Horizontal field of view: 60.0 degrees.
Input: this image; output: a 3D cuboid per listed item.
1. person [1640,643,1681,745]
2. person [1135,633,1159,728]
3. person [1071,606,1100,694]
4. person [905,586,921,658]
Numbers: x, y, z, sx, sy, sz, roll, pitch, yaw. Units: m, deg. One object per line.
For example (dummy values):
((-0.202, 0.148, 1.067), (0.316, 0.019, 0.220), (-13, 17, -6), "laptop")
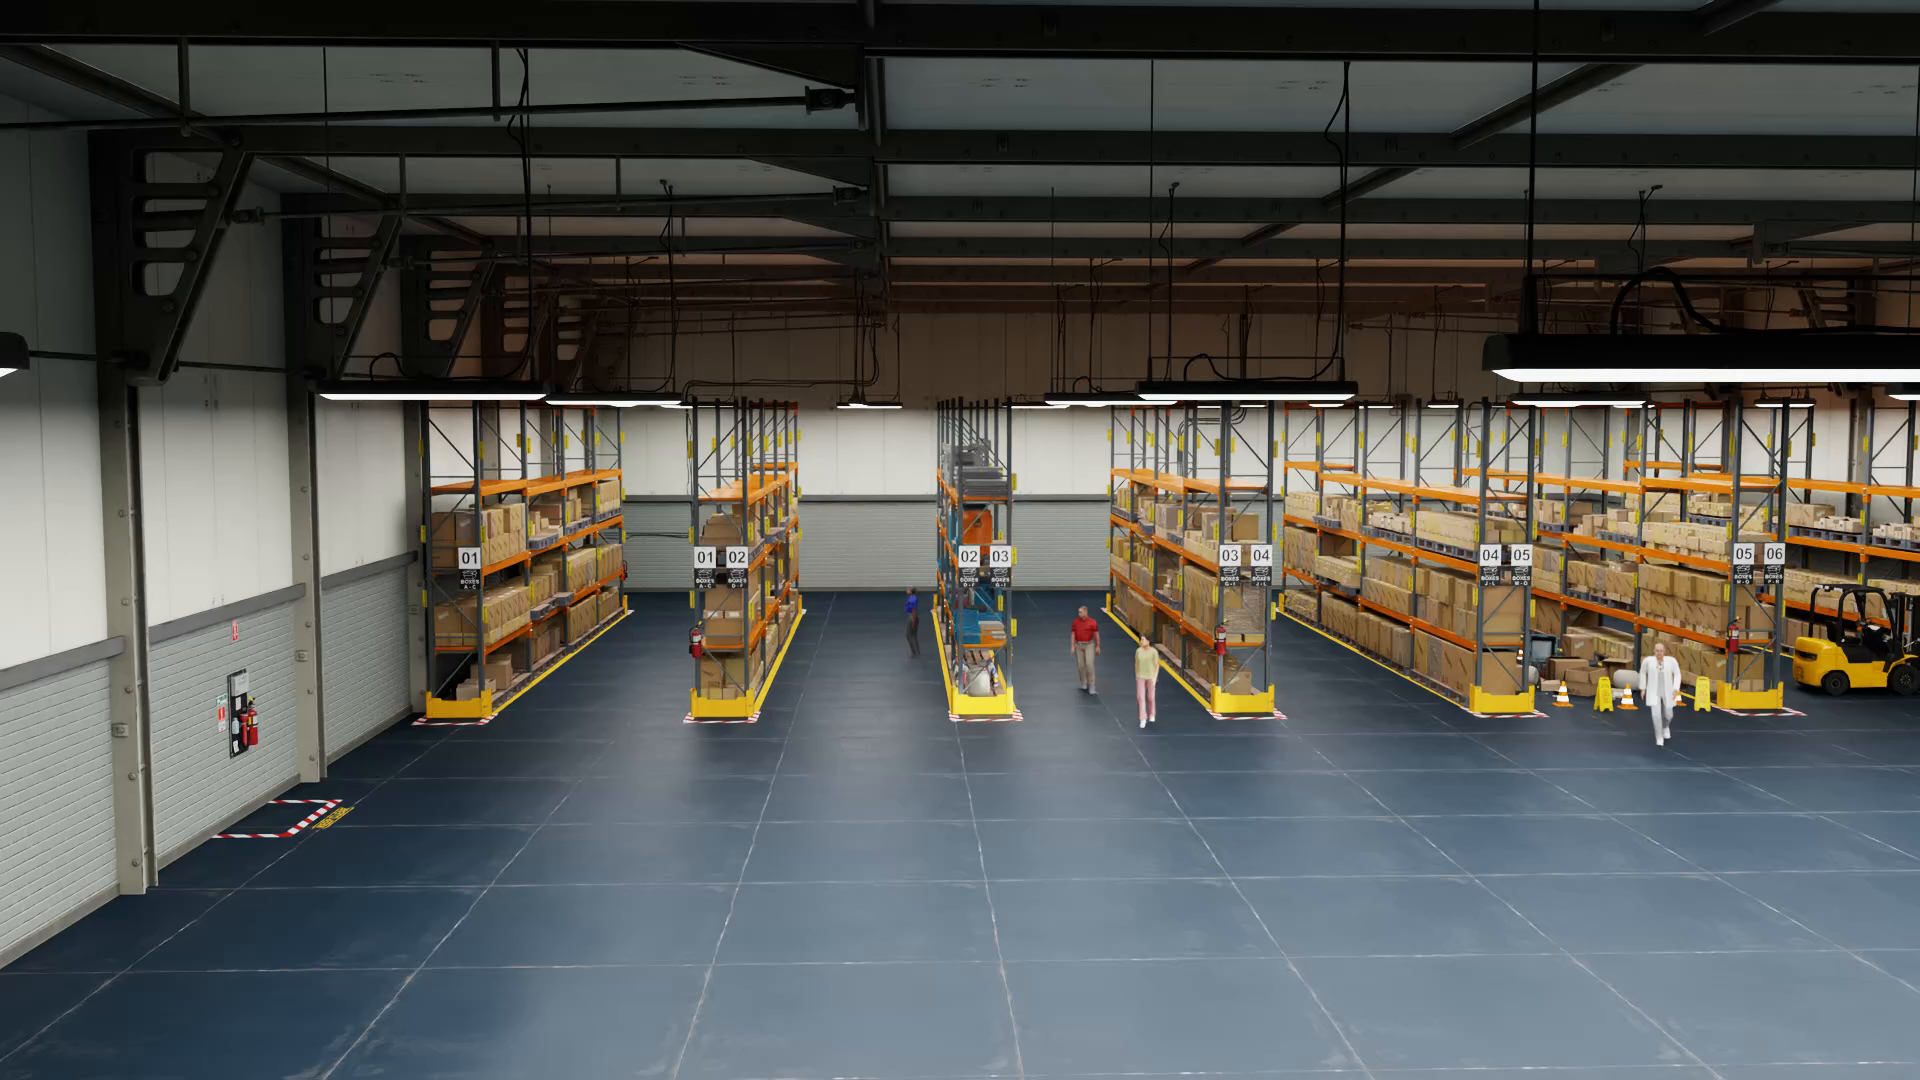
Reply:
((12.106, 2.684, 28.782), (0.641, 1.653, 0.699), (1, 5, 17), "person")
((3.409, 2.560, 30.425), (0.474, 1.703, 0.750), (1, 5, 18), "person")
((2.552, 2.231, 34.122), (0.649, 1.732, 0.661), (2, 5, 24), "person")
((-1.105, 1.930, 38.833), (0.379, 1.720, 0.493), (1, 4, 9), "person")
